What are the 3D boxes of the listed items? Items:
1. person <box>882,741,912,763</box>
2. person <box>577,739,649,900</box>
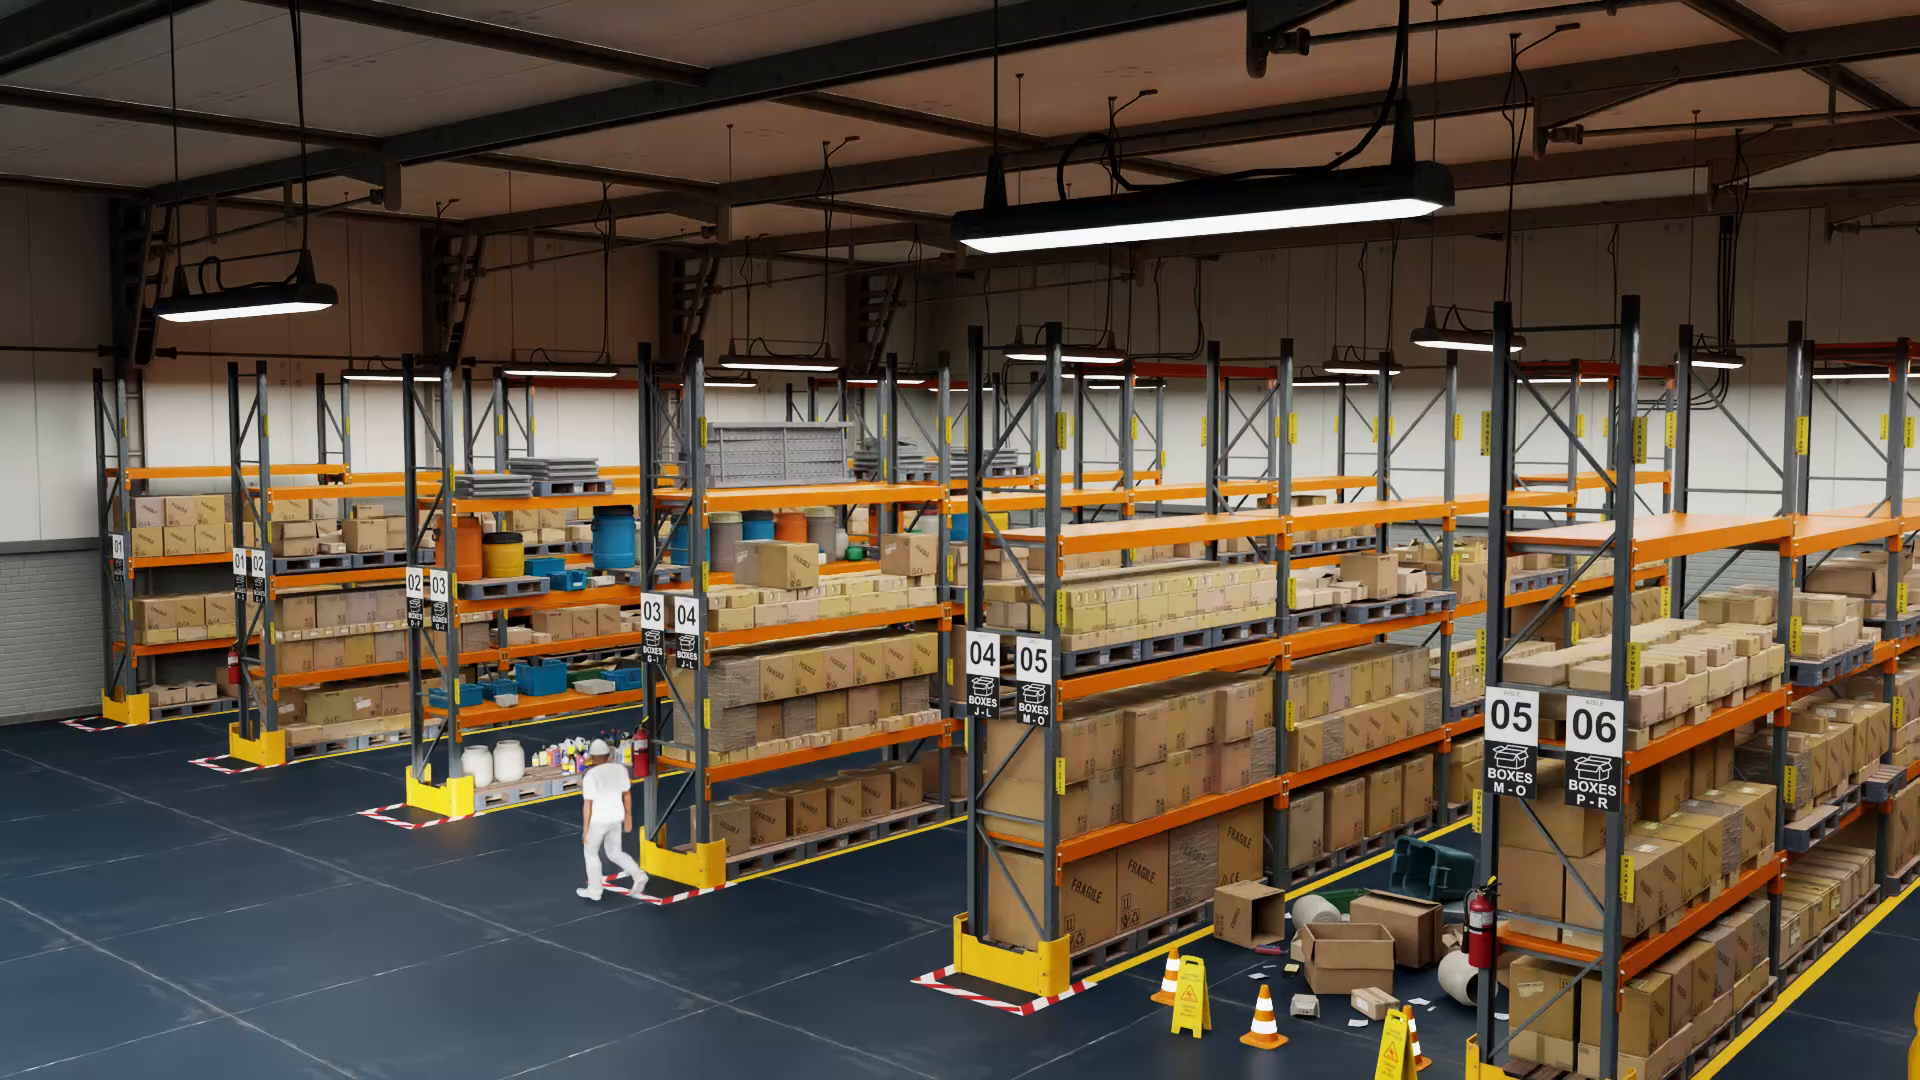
[{"bbox_3d":[-0.958,2.556,24.422,0.521,1.732,0.502,-2,5,-28],"label":"person"},{"bbox_3d":[-3.732,2.990,17.709,0.874,1.738,0.603,3,5,34],"label":"person"}]
